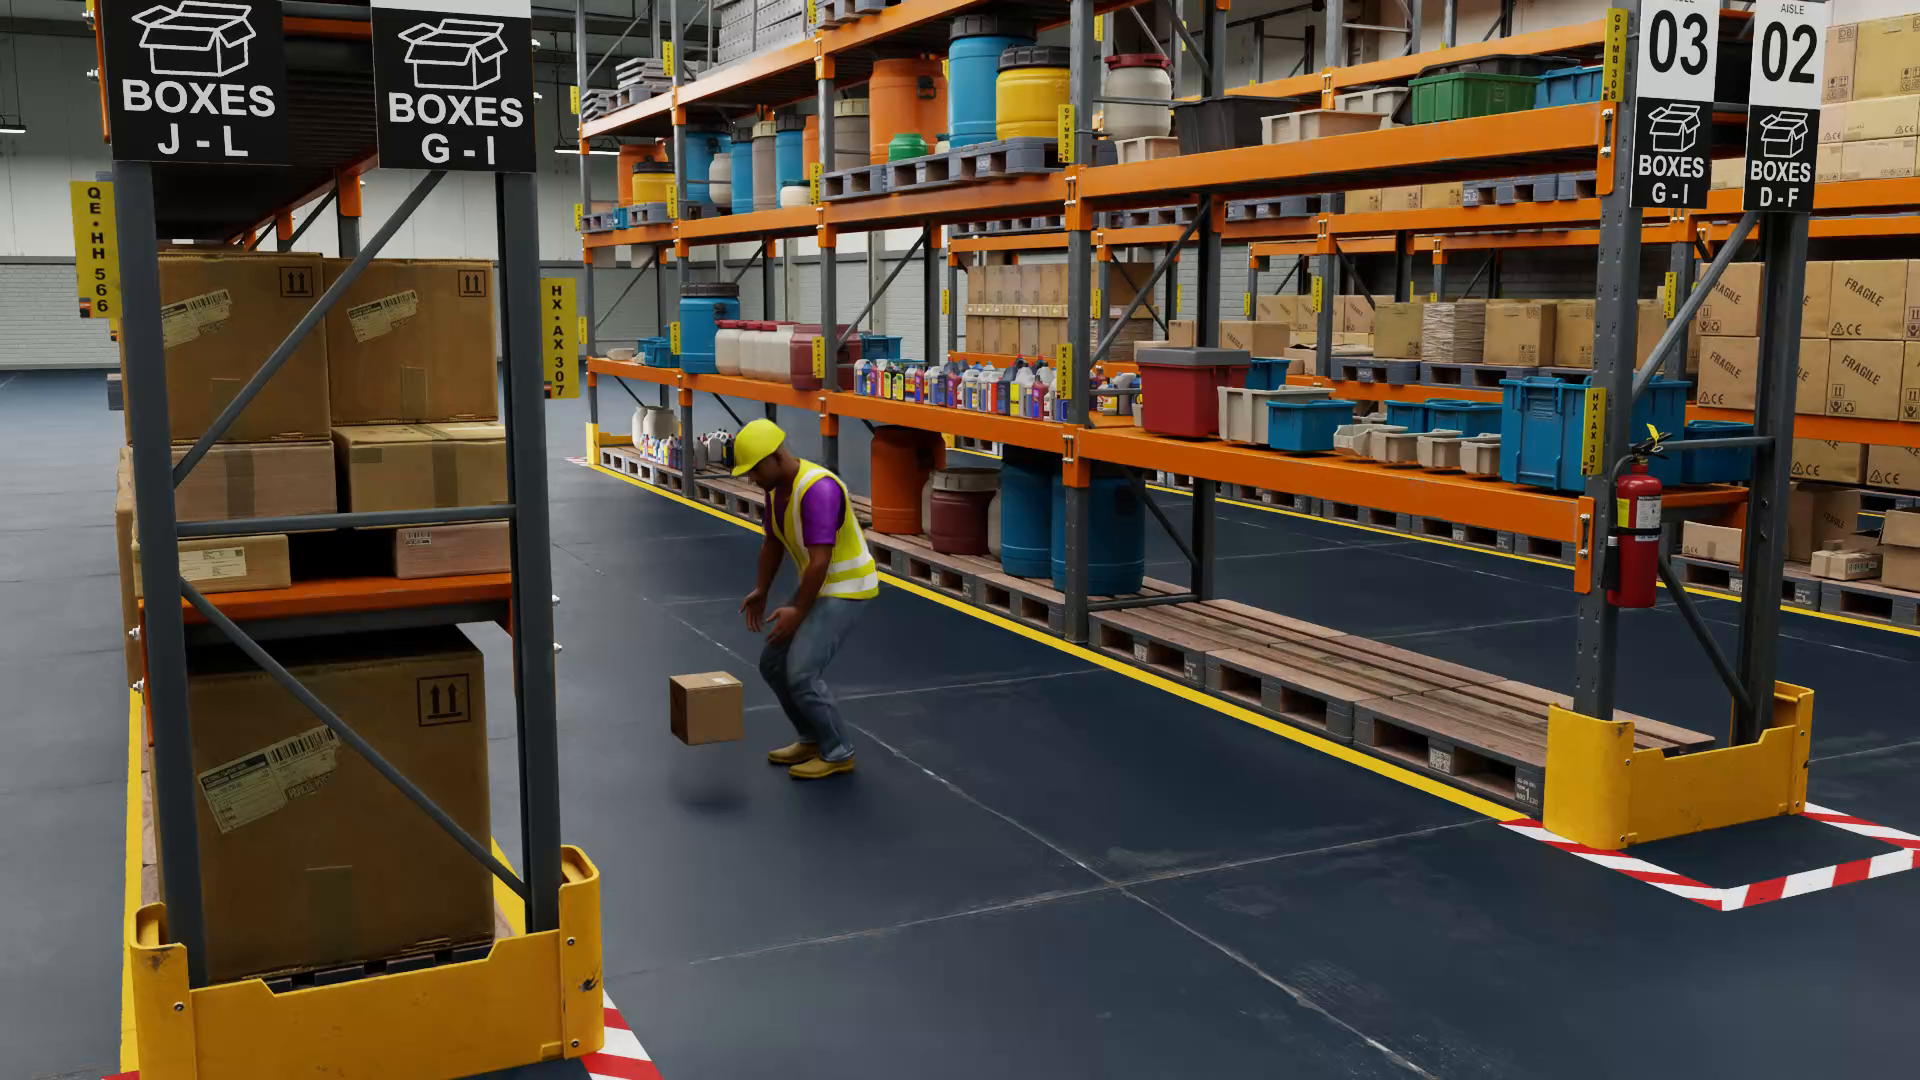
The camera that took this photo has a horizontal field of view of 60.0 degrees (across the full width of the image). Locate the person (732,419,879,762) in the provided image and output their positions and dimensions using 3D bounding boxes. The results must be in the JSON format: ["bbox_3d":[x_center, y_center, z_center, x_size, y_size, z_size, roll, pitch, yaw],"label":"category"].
[{"bbox_3d":[-0.675,0.217,7.263,0.644,1.505,0.621,-4,9,-25],"label":"person"}]
